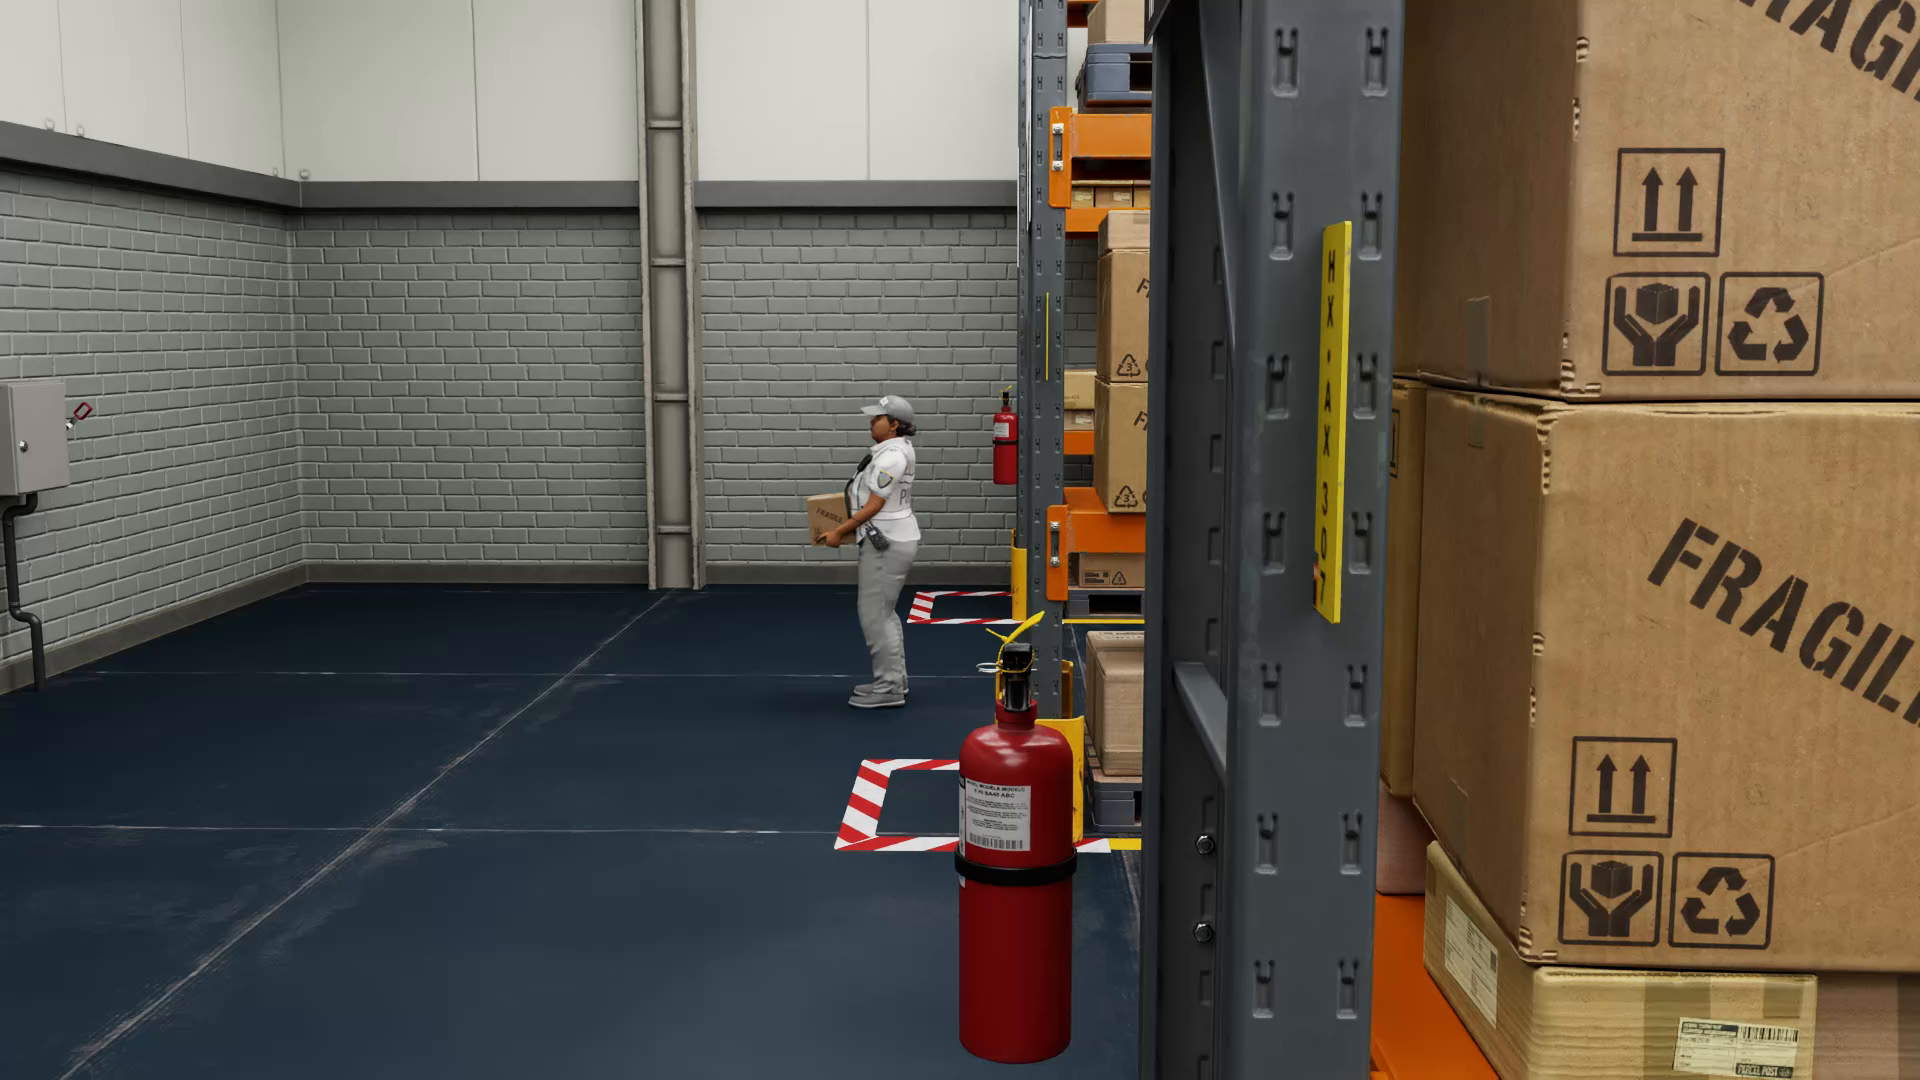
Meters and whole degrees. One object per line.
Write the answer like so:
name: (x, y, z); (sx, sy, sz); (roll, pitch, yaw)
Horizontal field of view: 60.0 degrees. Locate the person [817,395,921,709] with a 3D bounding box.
person: (-0.480, 0.053, 8.891); (0.541, 1.653, 0.453); (0, 7, 1)
